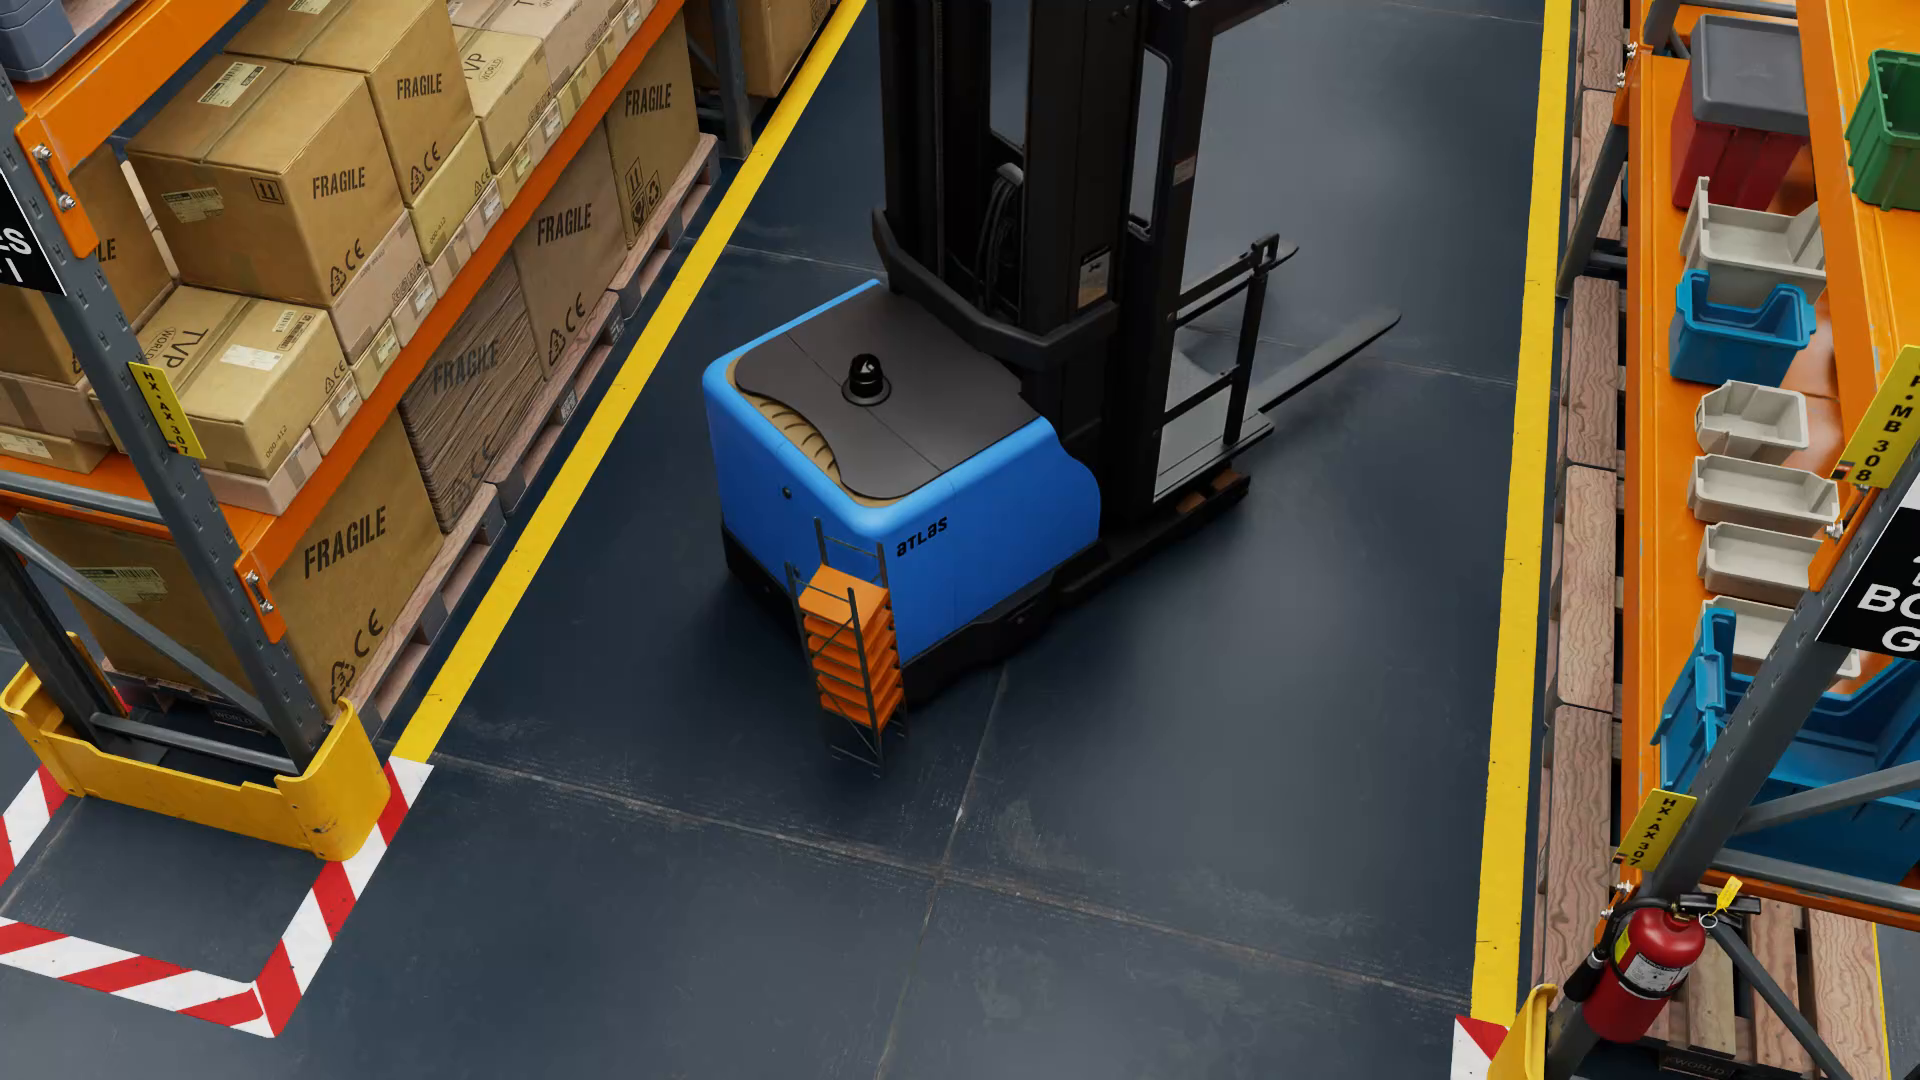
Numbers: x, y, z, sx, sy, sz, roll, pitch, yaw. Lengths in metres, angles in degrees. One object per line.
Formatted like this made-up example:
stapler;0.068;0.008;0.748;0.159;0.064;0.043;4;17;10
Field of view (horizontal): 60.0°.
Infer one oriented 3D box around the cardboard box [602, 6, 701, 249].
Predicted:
cardboard box;-1.796;-2.002;7.573;0.875;0.875;0.875;12;50;10

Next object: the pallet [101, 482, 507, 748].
pallet;-2.463;0.194;6.357;1.003;0.211;1.213;12;50;10

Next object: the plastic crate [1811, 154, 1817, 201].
plastic crate;3.198;-1.117;5.797;0.437;0.125;0.590;12;50;10

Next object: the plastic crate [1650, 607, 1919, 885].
plastic crate;2.089;0.532;4.135;0.616;0.435;0.499;12;50;10

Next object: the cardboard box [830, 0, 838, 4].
cardboard box;-1.161;-3.577;8.963;1.225;0.875;0.875;10;49;9

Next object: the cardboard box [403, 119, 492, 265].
cardboard box;-1.945;-1.218;5.644;0.500;0.250;0.500;10;49;9

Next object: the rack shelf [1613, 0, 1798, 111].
rack shelf;3.760;-3.259;8.025;1.077;0.370;4.000;12;50;10

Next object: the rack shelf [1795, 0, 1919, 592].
rack shelf;2.707;-1.359;4.346;1.077;0.370;4.000;12;50;10

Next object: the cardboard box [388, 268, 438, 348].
cardboard box;-1.985;-0.803;5.545;0.380;0.149;0.250;11;49;9

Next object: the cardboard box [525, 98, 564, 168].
cardboard box;-1.715;-1.546;6.200;0.380;0.149;0.250;12;50;11

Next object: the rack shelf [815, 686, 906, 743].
rack shelf;-0.343;0.560;5.742;0.258;0.103;0.180;21;58;17

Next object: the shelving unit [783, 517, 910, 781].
shelving unit;-0.356;0.393;5.513;0.258;1.200;0.189;21;58;17

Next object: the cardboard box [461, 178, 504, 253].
cardboard box;-1.850;-1.174;5.872;0.380;0.149;0.250;11;50;10

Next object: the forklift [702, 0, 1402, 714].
forklift;0.546;-1.280;5.844;3.031;2.935;1.130;-32;56;-25

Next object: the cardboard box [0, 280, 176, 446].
cardboard box;-2.726;-0.587;5.088;0.500;0.250;0.500;11;49;9

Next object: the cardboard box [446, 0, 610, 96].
cardboard box;-1.676;-1.962;6.301;0.500;0.250;0.500;12;50;11

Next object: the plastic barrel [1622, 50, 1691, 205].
plastic barrel;3.393;-1.885;7.452;0.600;0.901;0.708;12;50;10

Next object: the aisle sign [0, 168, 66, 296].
aisle sign;-2.327;-0.884;3.714;0.394;0.787;0.004;12;50;10

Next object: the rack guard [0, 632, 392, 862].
rack guard;-2.604;0.710;5.709;1.175;0.500;0.348;12;50;10

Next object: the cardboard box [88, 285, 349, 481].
cardboard box;-2.211;-0.478;4.991;0.500;0.250;0.500;10;49;9

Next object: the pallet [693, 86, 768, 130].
pallet;-1.414;-2.678;8.892;1.003;0.211;1.213;12;50;10

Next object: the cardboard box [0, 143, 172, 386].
cardboard box;-2.723;-0.836;4.808;0.500;0.500;0.500;12;50;10

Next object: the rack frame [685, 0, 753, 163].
rack frame;-1.545;-3.028;7.341;1.000;3.000;0.127;12;50;10

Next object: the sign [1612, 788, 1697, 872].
sign;1.646;0.692;3.949;0.100;0.325;0.005;12;50;10

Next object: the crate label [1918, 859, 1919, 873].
crate label;2.563;0.764;4.065;0.416;0.233;0.303;12;50;10

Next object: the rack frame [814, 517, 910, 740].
rack frame;-0.315;0.326;5.560;0.240;1.200;0.006;21;58;17

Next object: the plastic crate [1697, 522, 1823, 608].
plastic crate;2.311;0.078;4.736;0.396;0.136;0.243;12;50;10

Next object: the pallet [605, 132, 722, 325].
pallet;-1.820;-1.571;7.914;1.003;0.211;1.213;12;50;10

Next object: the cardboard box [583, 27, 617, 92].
cardboard box;-1.579;-1.915;6.526;0.380;0.149;0.250;12;50;11

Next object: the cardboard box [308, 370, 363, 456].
cardboard box;-2.120;-0.429;5.215;0.380;0.149;0.250;11;49;9

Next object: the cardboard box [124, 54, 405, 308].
cardboard box;-2.079;-1.087;5.029;0.500;0.500;0.500;10;49;9

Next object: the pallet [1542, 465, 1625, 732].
pallet;2.758;0.297;6.266;1.003;0.211;1.213;12;50;10

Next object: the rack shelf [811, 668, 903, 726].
rack shelf;-0.348;0.490;5.645;0.258;0.103;0.180;21;58;17

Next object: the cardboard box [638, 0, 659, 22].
cardboard box;-1.444;-2.288;6.855;0.380;0.149;0.250;11;49;9

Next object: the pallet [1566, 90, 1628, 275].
pallet;3.477;-1.678;8.009;1.003;0.211;1.213;12;50;10

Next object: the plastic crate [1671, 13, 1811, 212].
plastic crate;2.757;-1.495;5.905;0.402;0.464;0.583;12;50;10

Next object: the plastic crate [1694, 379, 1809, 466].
plastic crate;2.421;-0.346;5.110;0.298;0.136;0.250;12;50;10

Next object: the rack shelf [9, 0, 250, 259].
rack shelf;-2.071;-2.336;5.209;1.077;0.370;4.000;12;50;10

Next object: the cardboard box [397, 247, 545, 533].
cardboard box;-2.267;-0.708;6.430;0.875;0.875;0.875;12;50;10

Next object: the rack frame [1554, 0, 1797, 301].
rack frame;3.234;-2.051;6.478;1.000;3.000;0.127;12;50;10

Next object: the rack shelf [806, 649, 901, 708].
rack shelf;-0.354;0.419;5.549;0.258;0.103;0.180;21;58;17
